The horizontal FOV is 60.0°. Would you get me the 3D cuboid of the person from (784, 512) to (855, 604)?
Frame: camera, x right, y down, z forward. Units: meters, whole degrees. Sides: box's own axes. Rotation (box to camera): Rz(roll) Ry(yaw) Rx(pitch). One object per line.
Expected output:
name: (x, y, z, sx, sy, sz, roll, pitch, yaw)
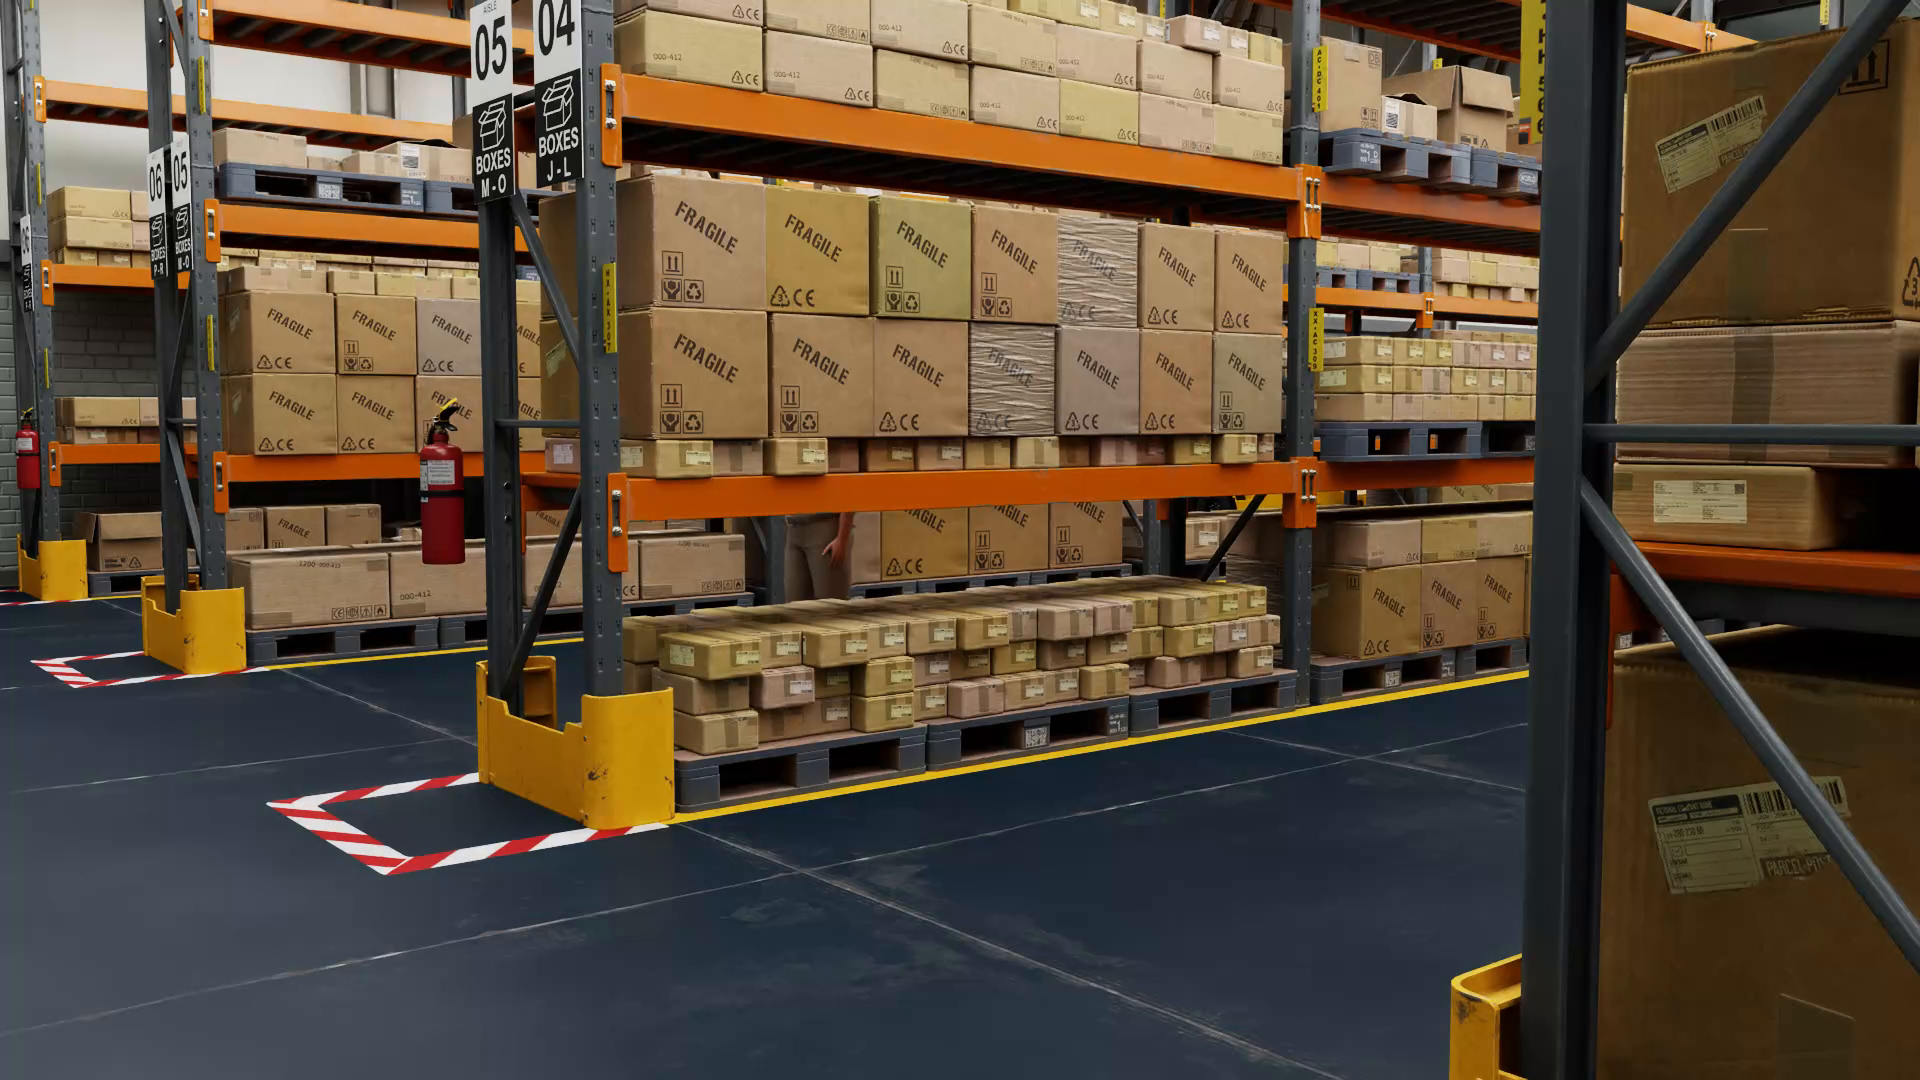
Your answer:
person: (-0.786, 0.014, 9.184, 0.372, 1.757, 0.526, -3, 5, -38)
